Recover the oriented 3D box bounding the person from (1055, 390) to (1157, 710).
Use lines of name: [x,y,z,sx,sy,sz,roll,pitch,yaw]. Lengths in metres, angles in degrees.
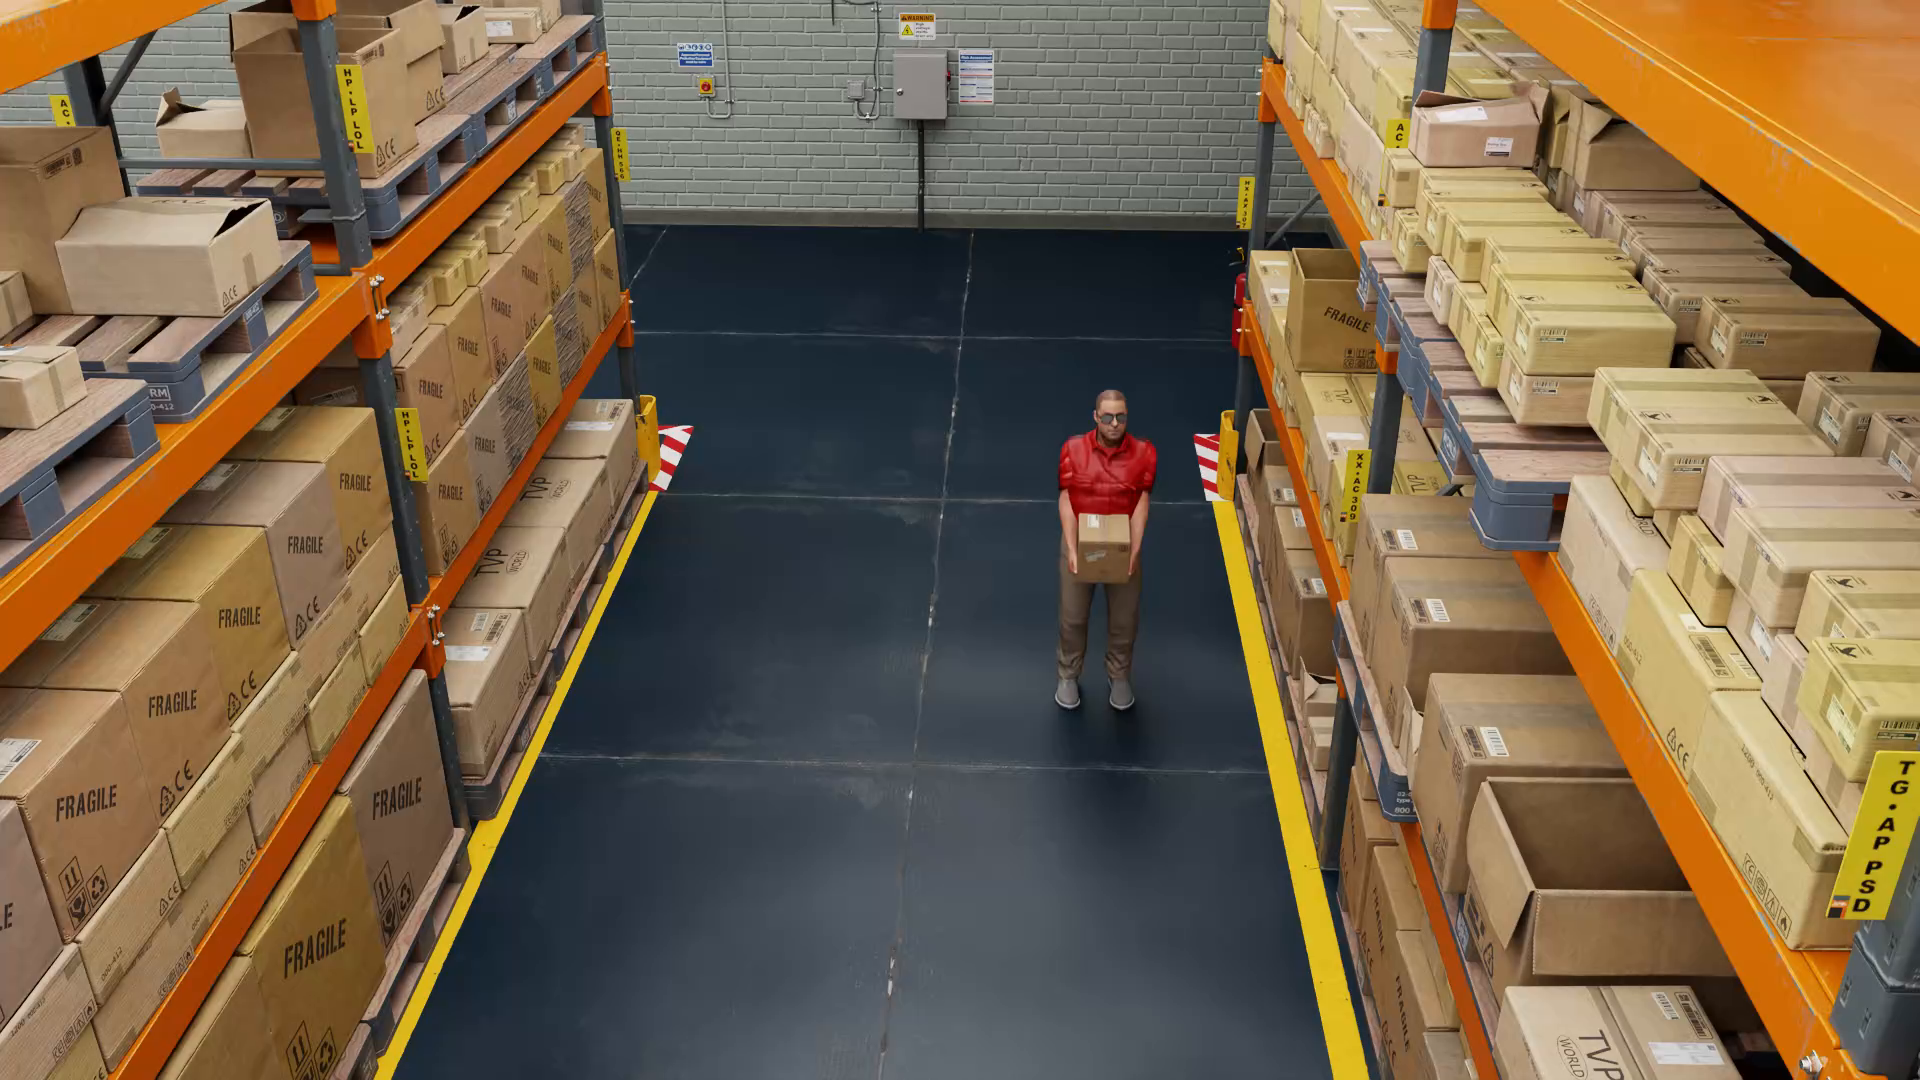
person: [0.734,0.098,8.466,0.495,1.715,0.530,2,28,3]
